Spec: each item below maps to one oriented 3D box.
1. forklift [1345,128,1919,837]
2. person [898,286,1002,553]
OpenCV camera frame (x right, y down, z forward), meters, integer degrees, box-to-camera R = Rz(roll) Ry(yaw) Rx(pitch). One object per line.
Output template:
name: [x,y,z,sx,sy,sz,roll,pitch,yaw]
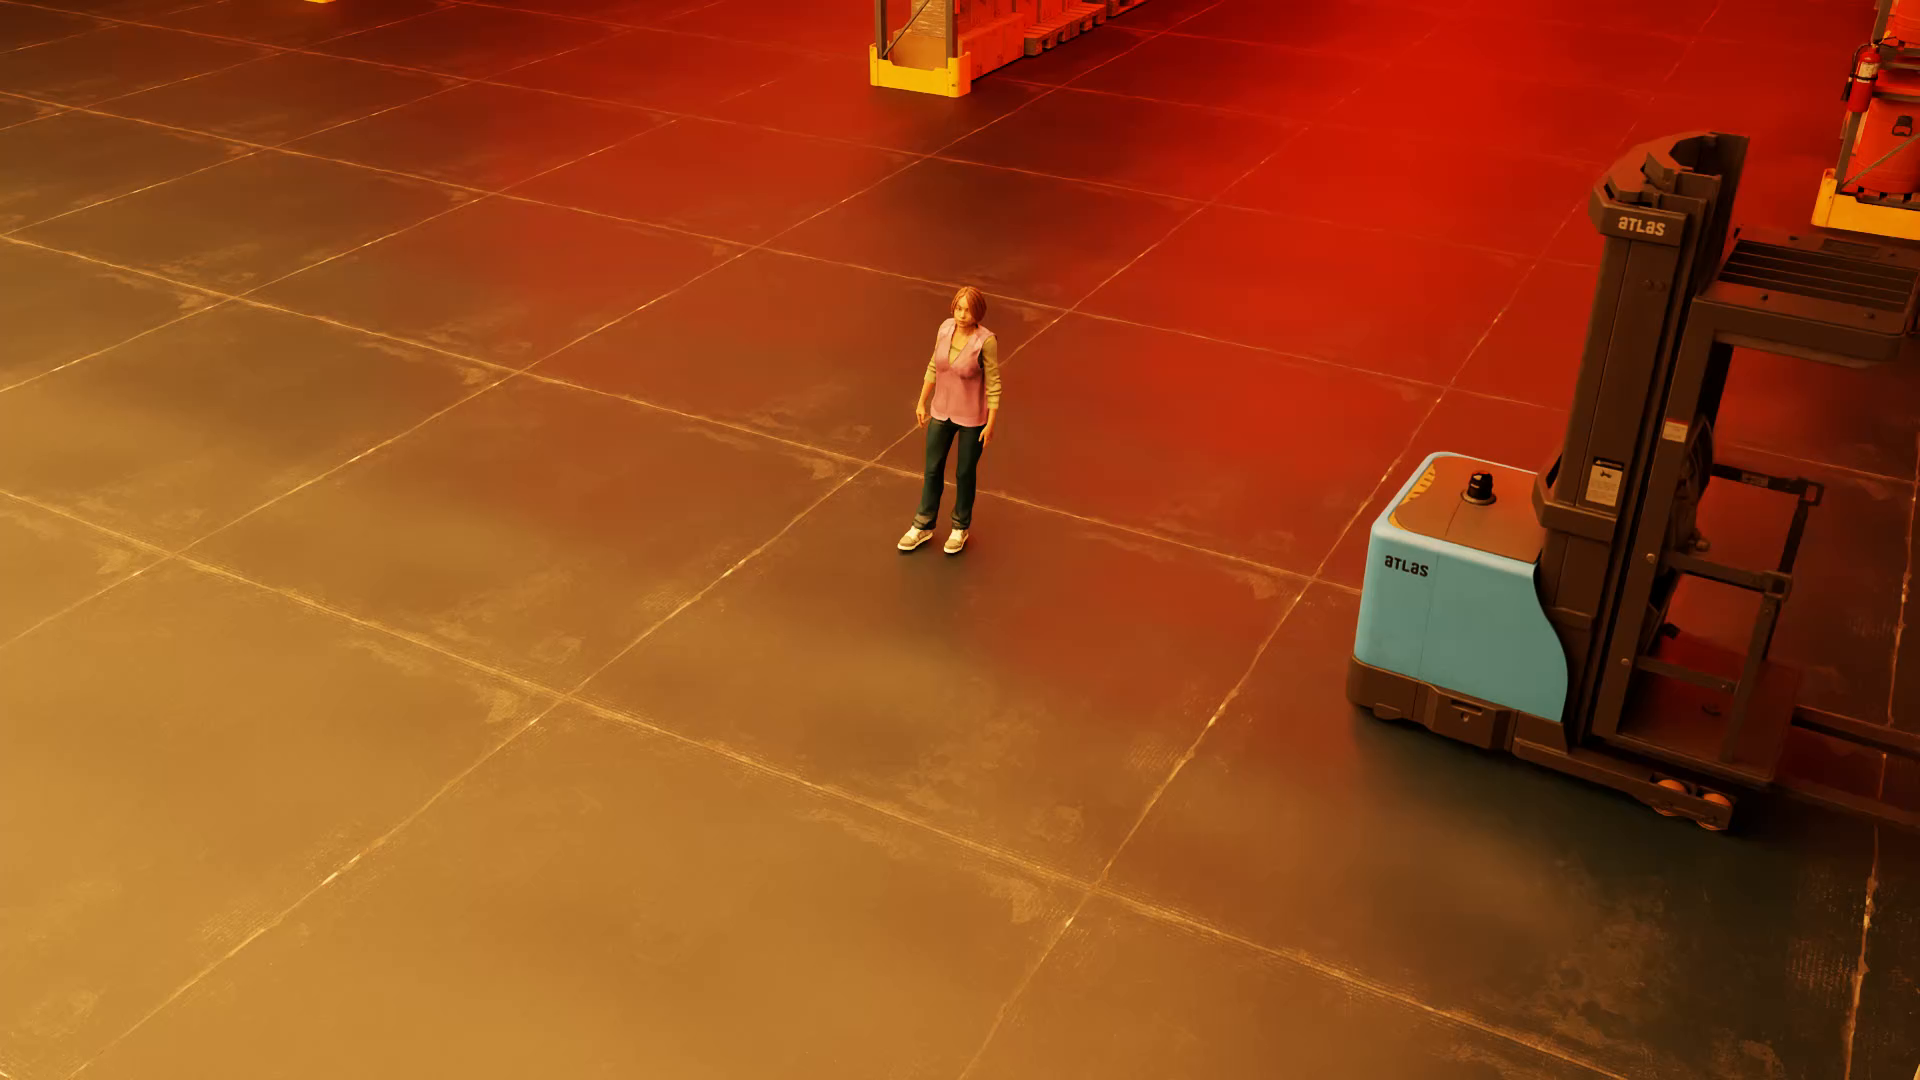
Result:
forklift: [3.497,-0.233,7.475,3.031,2.935,1.130,17,34,27]
person: [-0.048,-0.668,9.549,0.521,1.599,0.473,15,33,25]
